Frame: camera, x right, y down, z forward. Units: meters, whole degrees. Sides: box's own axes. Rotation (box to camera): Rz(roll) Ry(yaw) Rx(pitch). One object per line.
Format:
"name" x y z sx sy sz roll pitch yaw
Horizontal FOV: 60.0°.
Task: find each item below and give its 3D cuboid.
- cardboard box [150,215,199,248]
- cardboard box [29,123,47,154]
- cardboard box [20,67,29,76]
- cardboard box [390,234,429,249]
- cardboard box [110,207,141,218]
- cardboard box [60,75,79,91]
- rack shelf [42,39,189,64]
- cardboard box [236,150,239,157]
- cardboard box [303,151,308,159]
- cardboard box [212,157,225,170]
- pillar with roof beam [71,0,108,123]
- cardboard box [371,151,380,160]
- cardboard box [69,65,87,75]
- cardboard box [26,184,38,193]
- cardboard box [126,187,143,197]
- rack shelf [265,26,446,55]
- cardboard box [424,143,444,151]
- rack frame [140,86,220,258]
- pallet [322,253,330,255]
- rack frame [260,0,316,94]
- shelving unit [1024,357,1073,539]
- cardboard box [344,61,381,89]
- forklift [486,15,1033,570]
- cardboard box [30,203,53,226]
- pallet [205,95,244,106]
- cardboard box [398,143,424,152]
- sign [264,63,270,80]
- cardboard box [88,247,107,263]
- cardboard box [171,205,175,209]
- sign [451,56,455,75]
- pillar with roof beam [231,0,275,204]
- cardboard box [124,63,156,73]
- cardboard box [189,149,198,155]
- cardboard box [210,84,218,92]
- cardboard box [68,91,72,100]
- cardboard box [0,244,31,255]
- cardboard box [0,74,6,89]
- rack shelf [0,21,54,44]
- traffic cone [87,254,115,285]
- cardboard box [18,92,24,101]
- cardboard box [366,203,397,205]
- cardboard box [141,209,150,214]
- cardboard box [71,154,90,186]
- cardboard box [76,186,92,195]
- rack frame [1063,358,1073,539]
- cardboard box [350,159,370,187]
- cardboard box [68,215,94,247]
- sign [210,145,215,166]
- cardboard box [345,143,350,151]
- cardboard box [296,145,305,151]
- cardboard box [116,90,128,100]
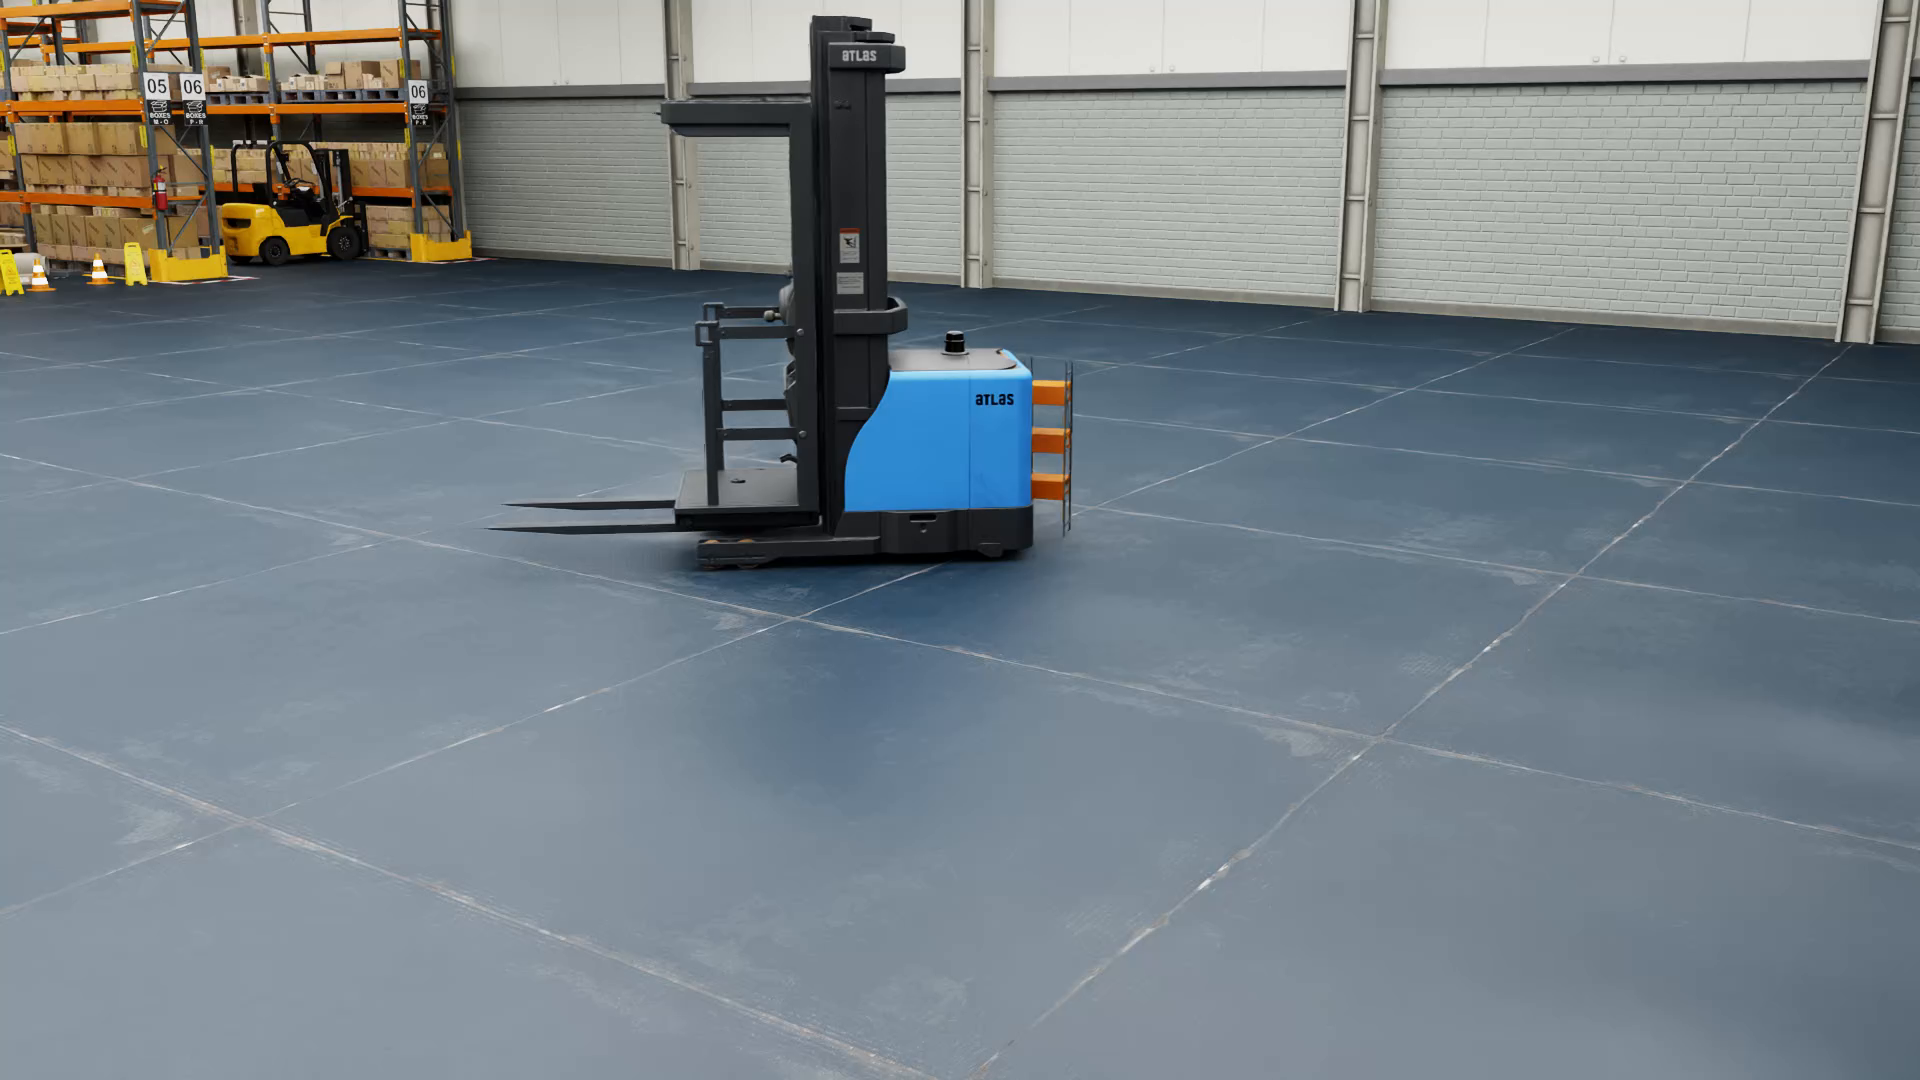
"cardboard box" -12.923 -5.074 27.367 0.500 0.500 0.500 9 16 31
"cardboard box" -15.052 -6.714 27.797 0.500 0.500 0.700 9 17 33
"cardboard box" -15.396 -7.796 27.695 0.250 0.149 0.380 10 17 34
"cardboard box" -10.187 -5.534 30.785 0.500 0.250 0.500 9 17 33
"cardboard box" -13.541 -5.314 26.986 0.250 0.149 0.380 10 17 34
"cardboard box" -14.233 -7.421 27.009 0.500 0.250 0.500 9 17 33
"rack shelf" -17.919 -10.375 35.336 4.000 0.370 1.077 9 17 33
"cardboard box" -14.220 -7.697 33.117 0.250 0.149 0.380 9 16 31
"cardboard box" -12.375 -7.406 31.940 0.250 0.149 0.380 9 17 33
"cardboard box" -14.750 -7.595 33.533 0.500 0.250 0.500 9 17 34
"pillar with roof beam" -22.056 -10.601 33.921 0.400 9.000 9.100 9 17 33
"cardboard box" -10.674 -7.130 30.825 0.250 0.149 0.380 9 17 32
"cardboard box" -14.125 -7.581 26.828 0.250 0.149 0.380 10 17 34
"cardboard box" -15.625 -5.983 28.273 0.250 0.149 0.380 9 17 33
"cardboard box" -13.090 -5.572 26.613 0.250 0.149 0.380 9 16 32
"rack shelf" -11.281 -9.302 31.002 4.000 0.370 1.077 9 17 33
"cardboard box" -9.781 -7.260 30.733 0.250 0.149 0.380 9 16 32
"rack frame" -12.388 -5.675 26.505 0.127 3.000 1.000 9 17 33
"pallet" -12.304 -5.733 32.543 1.213 0.211 1.003 9 17 33
"rack frame" -12.940 -10.114 31.951 0.127 3.000 1.000 9 17 33
"shelving unit" 0.520 -0.545 9.838 0.252 1.050 0.215 4 14 15
"cardboard box" -10.919 -8.590 30.749 0.500 0.500 0.700 9 17 33
"forklift" -1.139 -1.390 9.337 3.031 2.935 1.130 -1 14 -6
"cardboard box" -20.894 -7.439 37.958 0.500 0.500 0.700 8 16 31
"pallet" -14.717 -8.880 33.602 1.213 0.211 1.003 10 17 35
"cardboard box" -10.036 -7.179 30.404 0.250 0.149 0.380 9 17 33
"sign" -13.235 -8.952 31.769 0.005 0.325 0.100 9 17 33
"cardboard box" -14.072 -4.739 27.572 0.500 0.250 0.500 8 16 31
"cardboard box" -16.811 -7.059 35.075 0.250 0.149 0.380 8 16 30
"sign" -9.306 -8.694 30.474 0.005 0.325 0.100 9 17 33
"pillar with roof beam" -17.077 -9.796 30.670 0.400 9.000 9.100 9 17 33
"cardboard box" -12.834 -7.382 26.024 0.250 0.149 0.380 9 17 33
"cardboard box" -15.486 -7.902 33.946 0.250 0.149 0.380 9 17 33
"cardboard box" -14.662 -8.978 33.048 0.250 0.149 0.380 9 16 32
"cardboard box" -14.304 -7.247 27.138 0.250 0.149 0.380 9 17 33
"cardboard box" -15.578 -4.584 27.296 0.500 0.500 0.500 -4 14 -16
"cardboard box" -16.273 -7.848 28.479 0.500 0.250 0.500 9 16 32
"rack shelf" -17.367 -8.848 29.169 4.000 0.370 1.077 9 17 33
"traffic cone" -13.465 -4.244 26.004 0.334 0.463 0.336 9 17 33
"cardboard box" -15.584 -7.454 27.972 0.250 0.149 0.380 9 16 32
"cardboard box" -11.161 -6.327 31.908 0.500 0.250 0.500 9 16 32
"cardboard box" -17.140 -6.811 35.424 0.500 0.500 0.500 9 16 32
"cardboard box" -14.229 -6.093 27.368 0.500 0.500 0.500 9 17 33
"cardboard box" -14.344 -5.781 27.459 0.250 0.149 0.380 9 17 33
"rack frame" 0.637 -0.537 9.807 0.008 1.050 0.200 4 14 15
"cardboard box" -11.027 -6.867 31.114 0.500 0.500 0.500 9 16 32
"cardboard box" -14.488 -5.172 27.762 0.500 0.500 0.500 10 17 36
"sign" -12.086 -6.203 26.838 0.005 0.325 0.100 9 17 33
"cardboard box" -11.312 -7.383 31.230 0.250 0.149 0.380 9 17 34
"cardboard box" -12.564 -7.594 32.080 0.250 0.149 0.380 9 17 34
"cardboard box" -13.065 -7.028 26.251 0.250 0.149 0.380 9 17 33
